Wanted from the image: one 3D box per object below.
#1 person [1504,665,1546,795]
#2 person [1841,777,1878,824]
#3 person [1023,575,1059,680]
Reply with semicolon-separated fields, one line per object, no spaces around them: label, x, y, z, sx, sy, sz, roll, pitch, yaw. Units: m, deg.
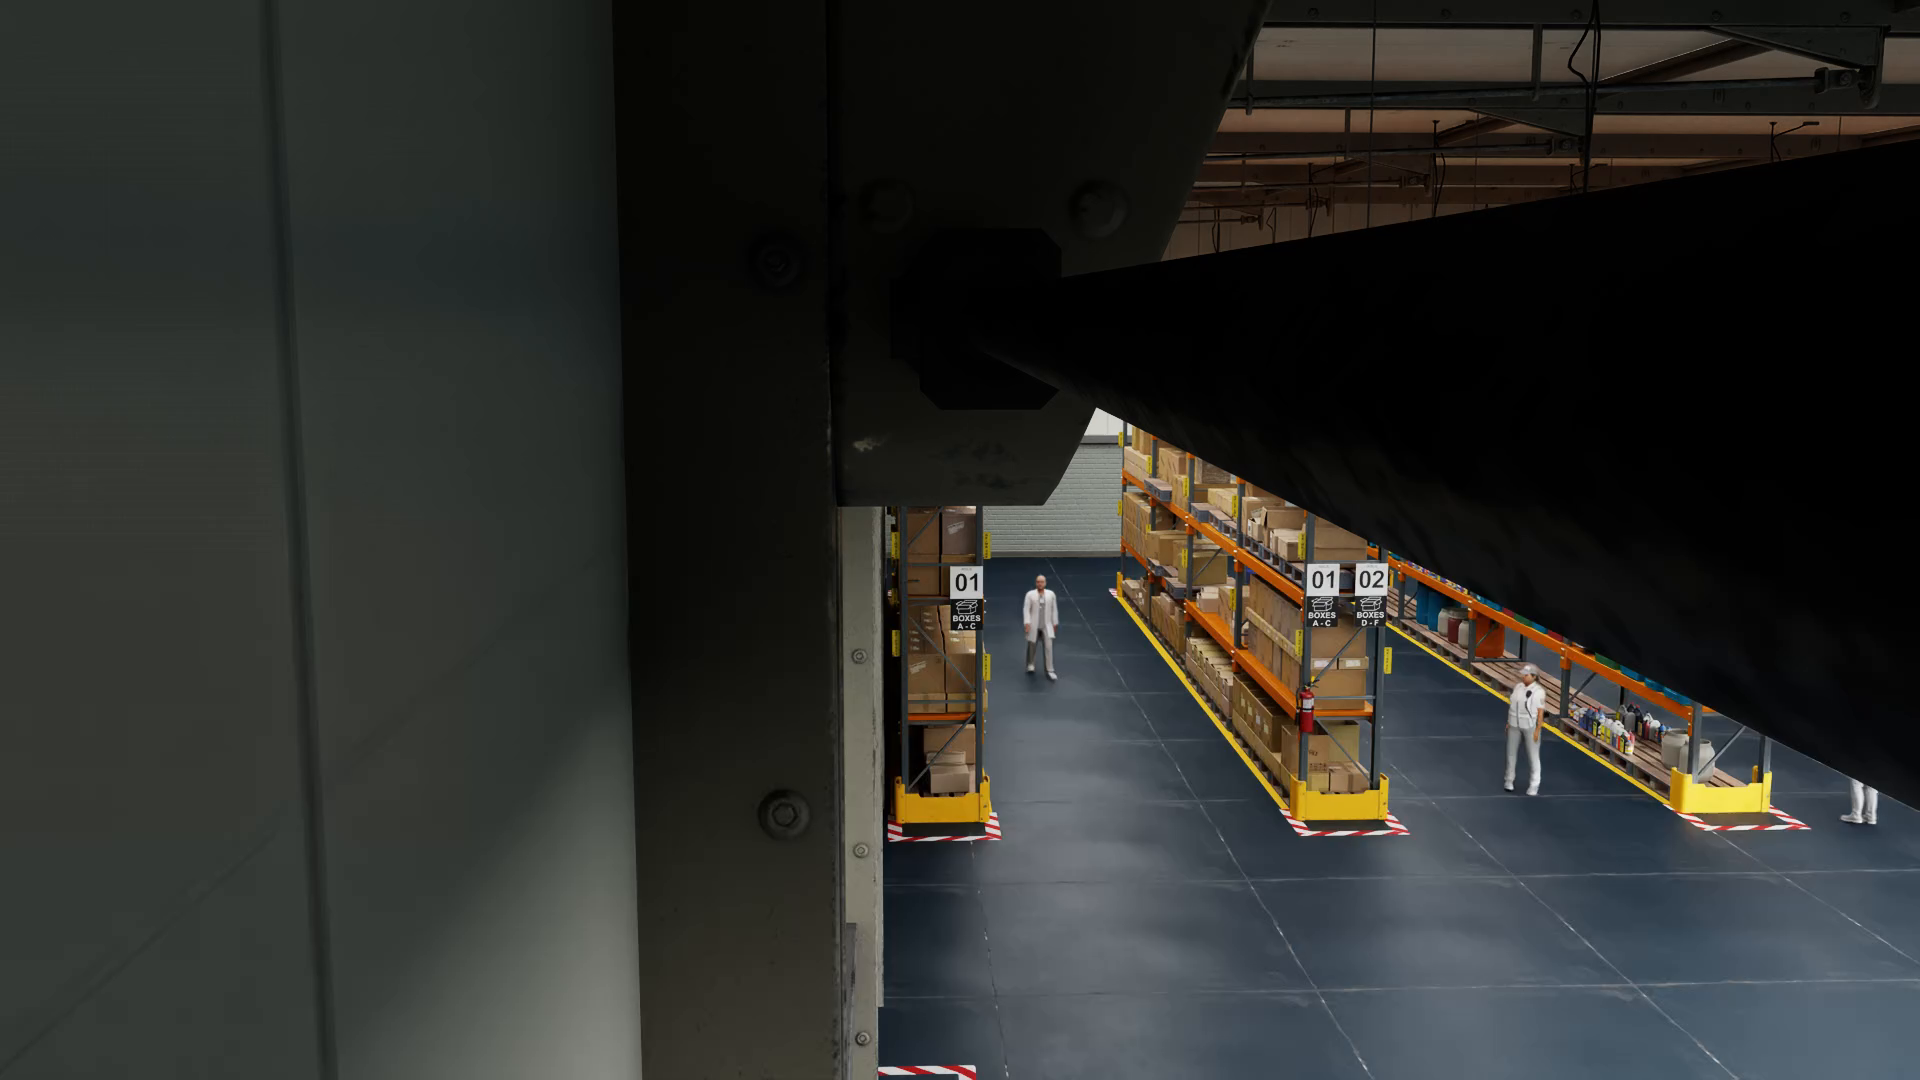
person;7.383;2.460;21.752;0.512;1.672;0.424;8;11;43
person;11.112;2.642;20.388;0.503;1.696;0.353;0;8;-1
person;1.394;1.470;28.461;0.681;1.725;1.097;-2;8;-11
